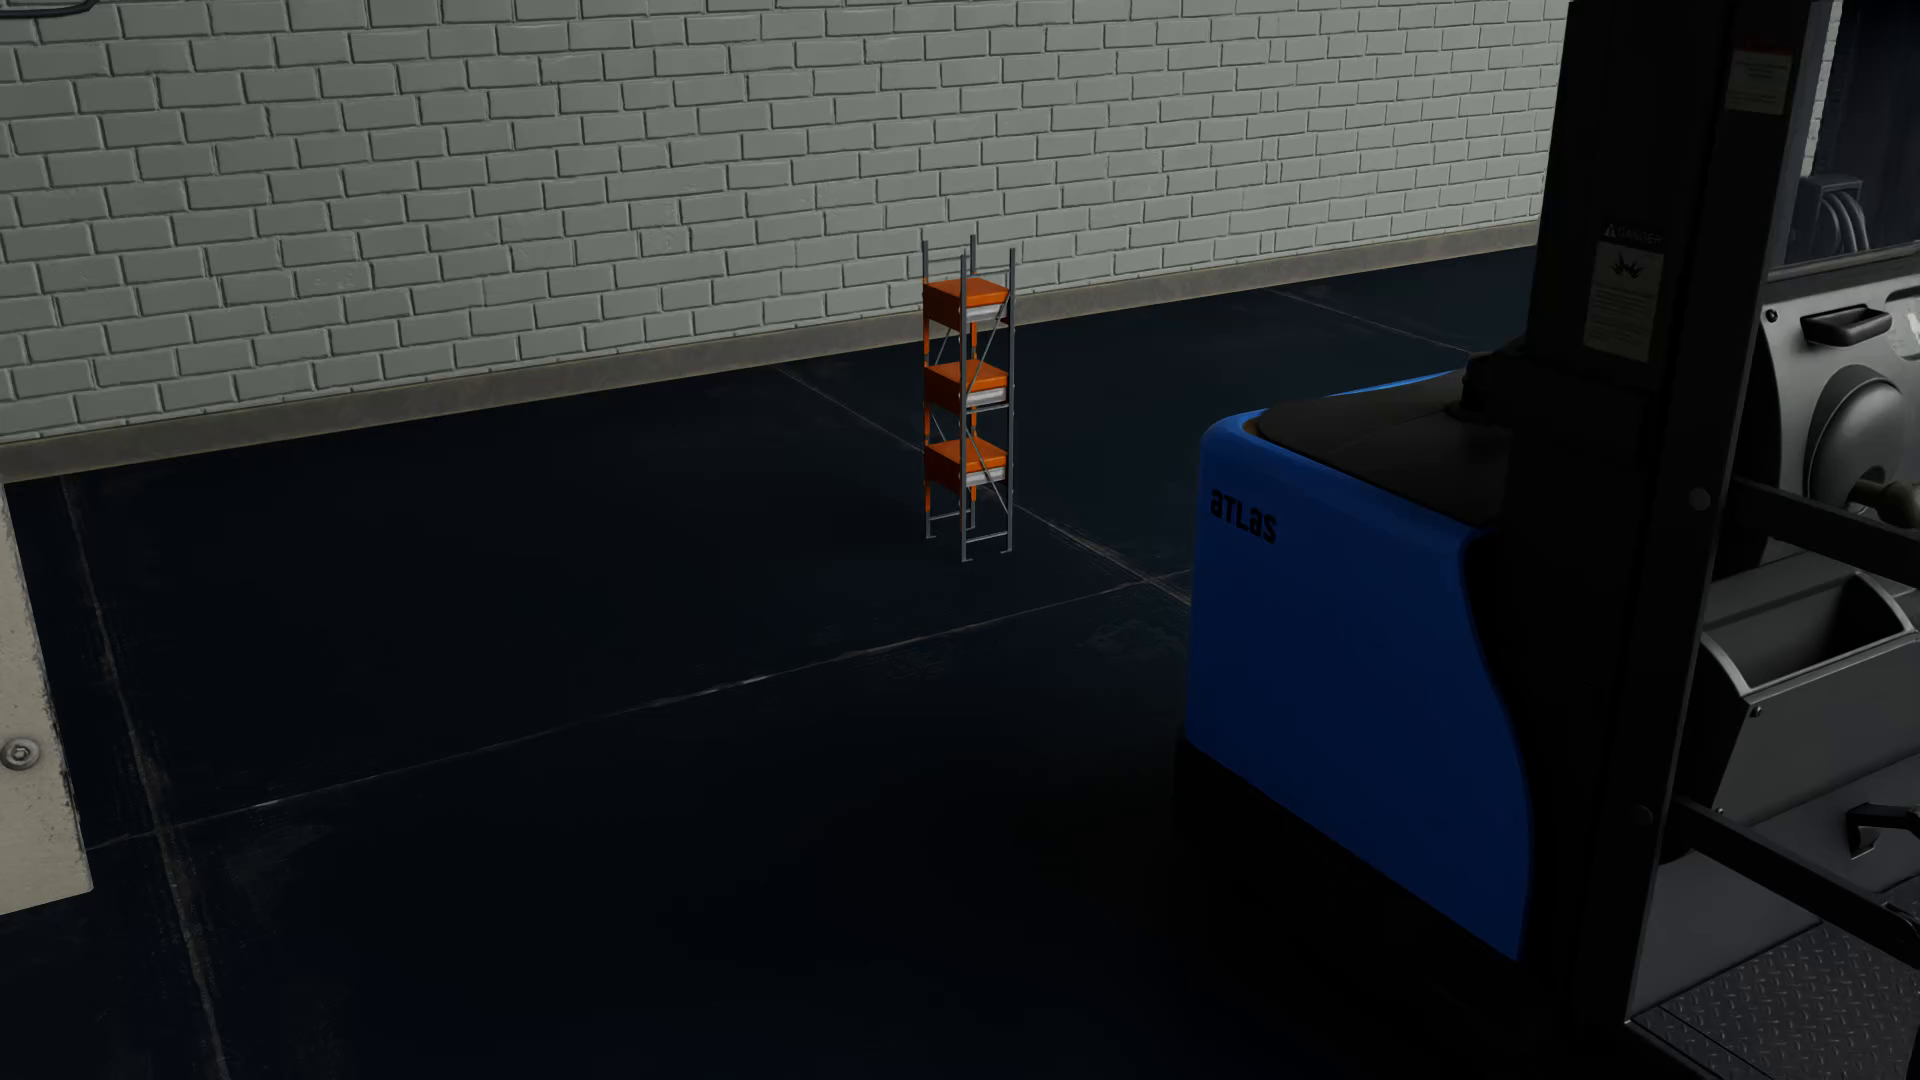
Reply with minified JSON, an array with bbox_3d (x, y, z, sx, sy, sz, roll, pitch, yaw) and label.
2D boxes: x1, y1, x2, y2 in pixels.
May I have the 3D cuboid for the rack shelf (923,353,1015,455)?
[{"bbox_3d":[0.027,-0.459,5.575,0.215,0.259,0.240,-13,25,-28],"label":"rack shelf"}]

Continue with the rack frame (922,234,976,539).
[{"bbox_3d":[-0.035,-0.509,5.668,0.200,1.050,0.008,-13,25,-28],"label":"rack frame"}]

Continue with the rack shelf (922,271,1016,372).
[{"bbox_3d":[0.027,-0.722,5.468,0.215,0.259,0.240,-13,25,-28],"label":"rack shelf"}]

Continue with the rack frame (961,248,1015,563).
[{"bbox_3d":[0.090,-0.430,5.474,0.200,1.050,0.008,-13,25,-28],"label":"rack frame"}]

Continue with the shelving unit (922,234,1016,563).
[{"bbox_3d":[0.027,-0.469,5.571,0.215,1.050,0.252,-13,25,-28],"label":"shelving unit"}]

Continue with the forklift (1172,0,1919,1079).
[{"bbox_3d":[1.696,-0.242,2.515,1.130,2.935,3.031,-13,25,-29],"label":"forklift"}]

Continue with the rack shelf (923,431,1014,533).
[{"bbox_3d":[0.027,-0.202,5.680,0.215,0.259,0.240,-13,25,-28],"label":"rack shelf"}]
